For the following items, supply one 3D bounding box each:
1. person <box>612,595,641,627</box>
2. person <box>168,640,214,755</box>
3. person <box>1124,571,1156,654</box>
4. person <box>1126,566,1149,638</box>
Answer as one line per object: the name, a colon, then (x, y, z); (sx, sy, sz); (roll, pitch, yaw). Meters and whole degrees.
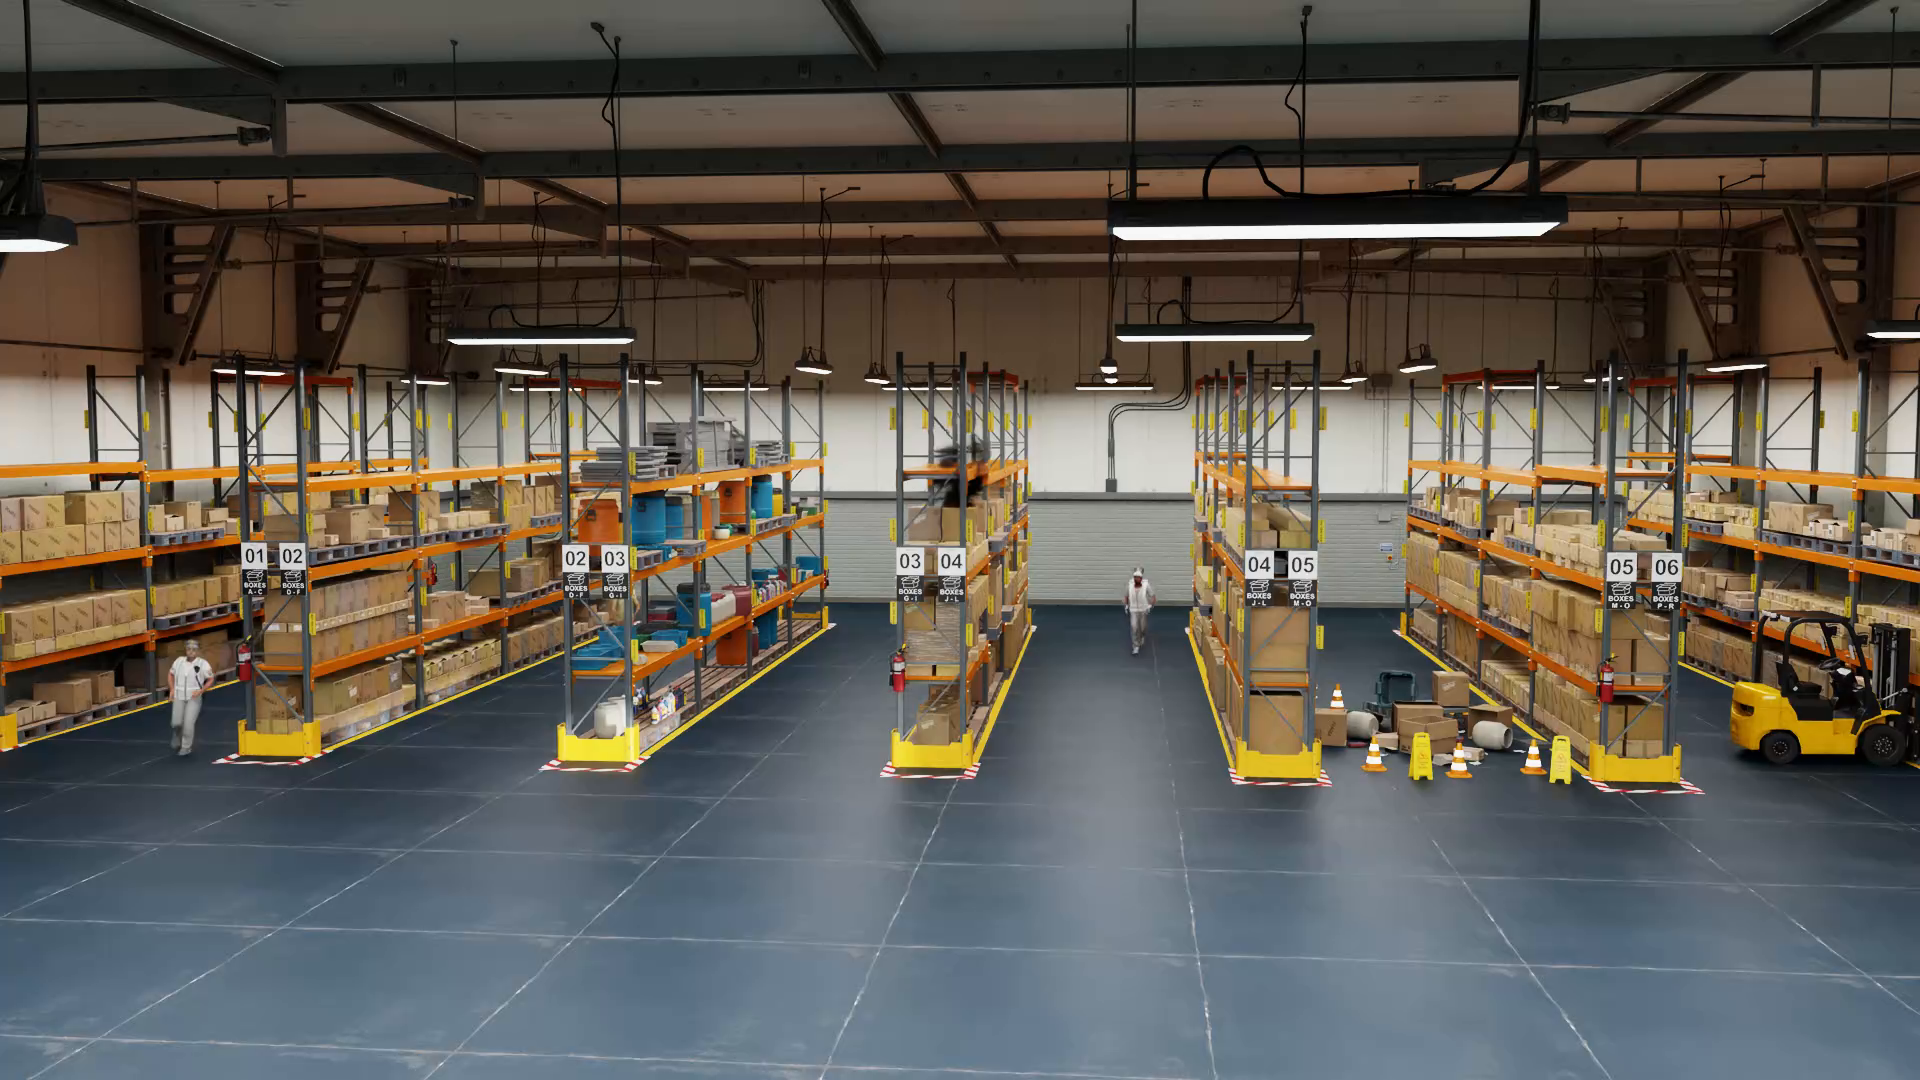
person: (-7.013, 1.704, 34.898); (0.589, 1.634, 0.806); (0, 4, -3)
person: (-11.618, 2.386, 25.109); (0.670, 1.776, 0.579); (-1, 4, -14)
person: (3.883, 1.557, 36.011); (0.671, 1.778, 0.808); (1, 4, 15)
person: (4.097, 1.438, 38.262); (0.588, 1.671, 0.630); (1, 4, 10)
